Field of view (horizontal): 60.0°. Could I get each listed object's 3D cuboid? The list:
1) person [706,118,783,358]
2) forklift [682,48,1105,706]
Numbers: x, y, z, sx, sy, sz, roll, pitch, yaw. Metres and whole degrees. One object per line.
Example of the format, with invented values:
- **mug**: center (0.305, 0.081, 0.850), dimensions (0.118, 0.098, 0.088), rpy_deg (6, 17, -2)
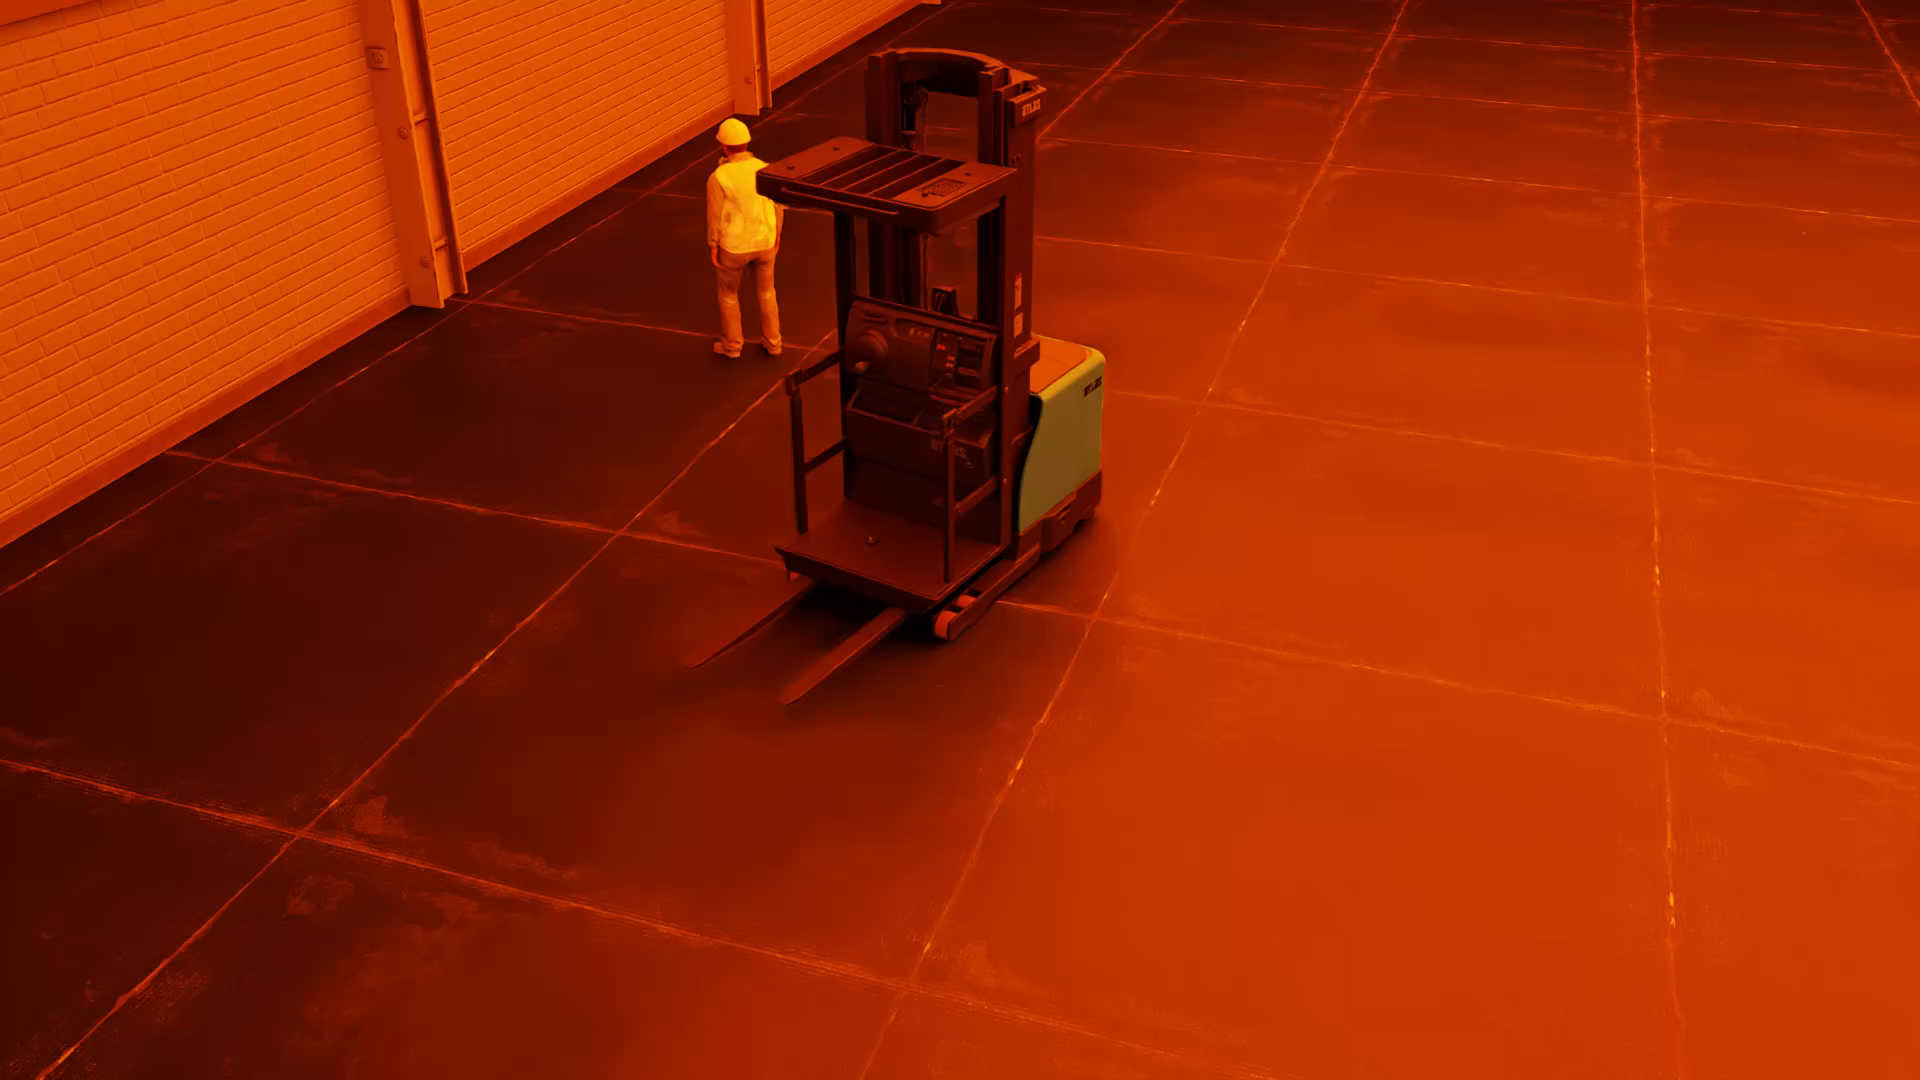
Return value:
- **person**: center (-1.575, -2.186, 12.158), dimensions (0.592, 1.780, 0.457), rpy_deg (-15, 33, -24)
- **forklift**: center (-0.335, -0.984, 8.862), dimensions (1.130, 2.935, 3.031), rpy_deg (17, 34, 28)
